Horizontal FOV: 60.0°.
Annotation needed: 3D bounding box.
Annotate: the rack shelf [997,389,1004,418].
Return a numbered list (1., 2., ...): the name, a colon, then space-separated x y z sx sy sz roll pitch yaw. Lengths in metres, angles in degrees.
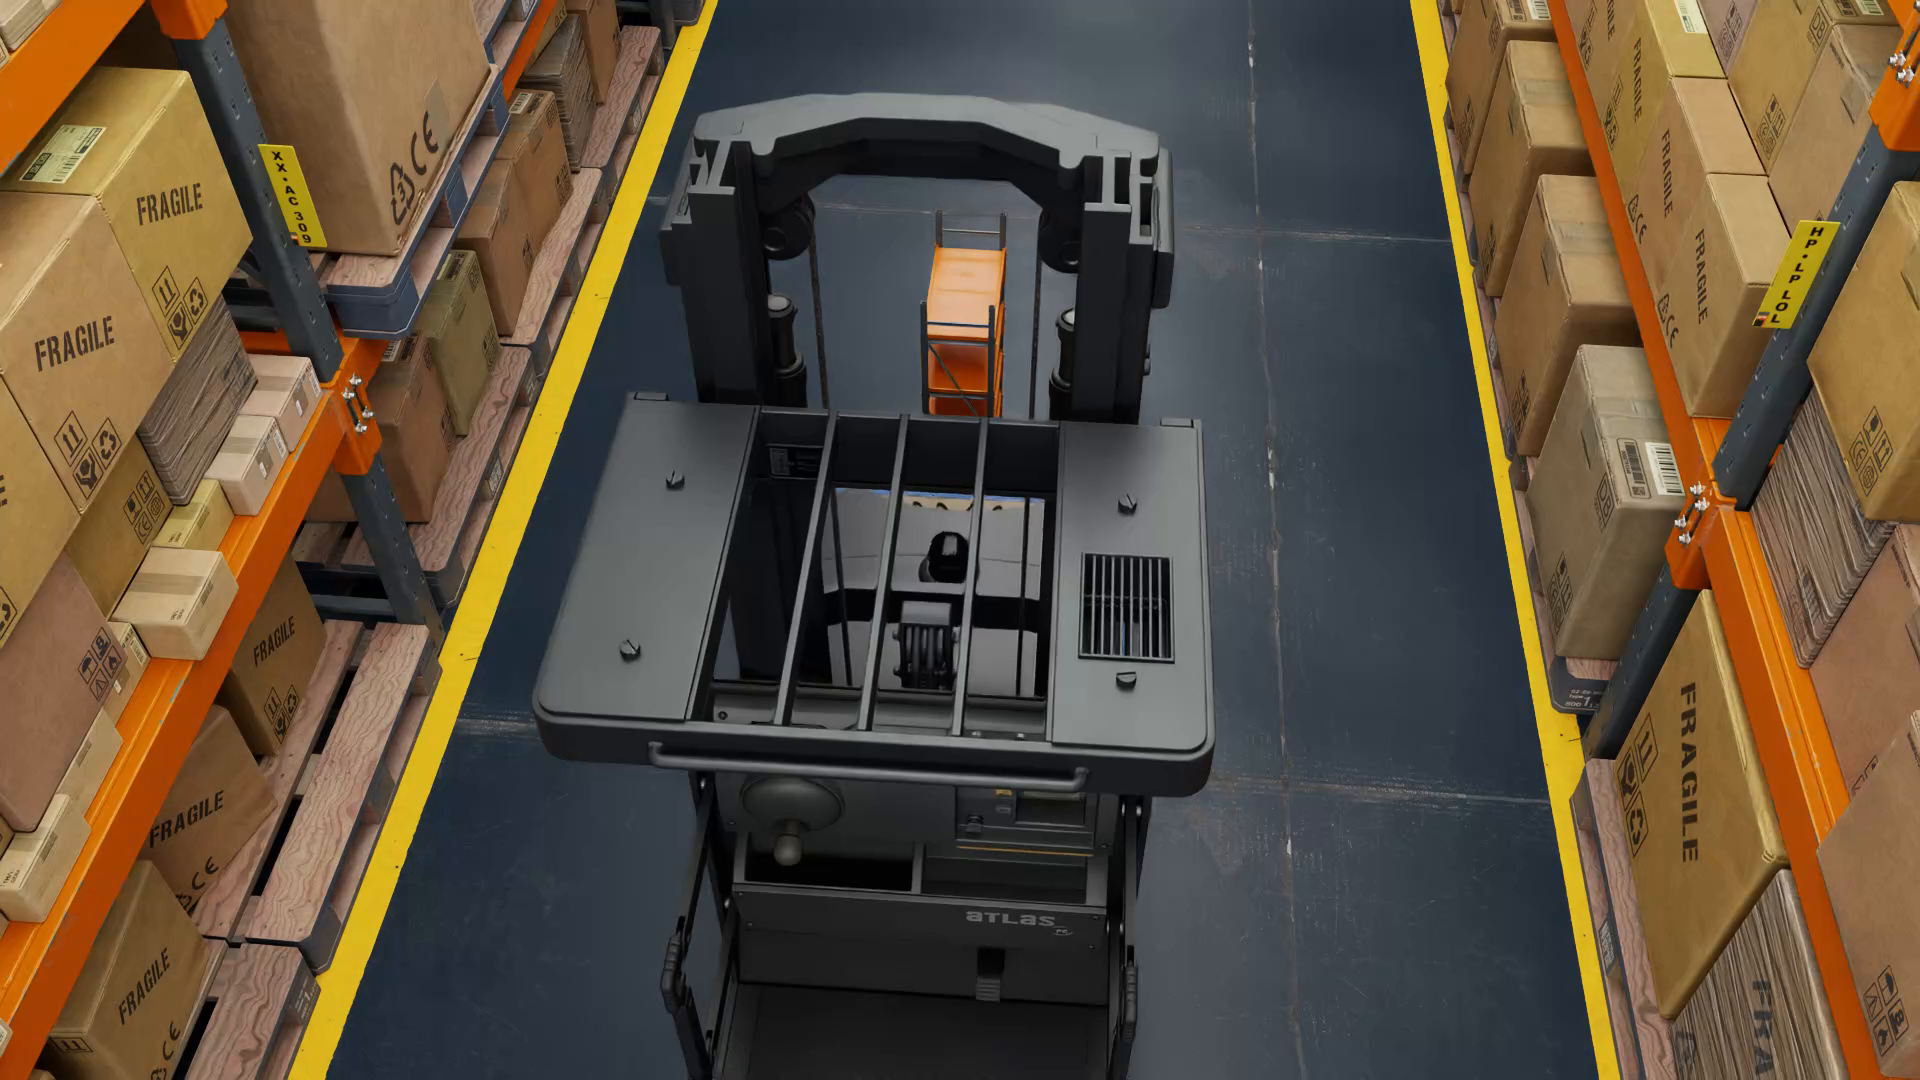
1. rack shelf: 0.015 -0.347 6.115 0.258 0.148 0.480 4 48 4

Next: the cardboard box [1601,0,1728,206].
1. cardboard box: 2.466 -1.432 5.459 0.500 0.500 0.500 4 48 4

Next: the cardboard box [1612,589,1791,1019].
1. cardboard box: 2.465 0.779 4.660 0.875 0.875 0.875 5 48 4

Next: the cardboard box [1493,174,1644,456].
1. cardboard box: 2.651 -0.807 6.195 1.050 0.750 0.750 4 48 4

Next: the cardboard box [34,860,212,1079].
1. cardboard box: -2.437 1.214 4.516 0.500 0.500 0.500 0 48 0

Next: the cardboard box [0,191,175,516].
1. cardboard box: -2.149 -0.417 3.651 0.500 0.500 0.500 4 48 4

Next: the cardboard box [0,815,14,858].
1. cardboard box: -2.553 0.635 3.367 0.875 0.500 0.500 4 48 4

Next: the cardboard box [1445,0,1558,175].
1. cardboard box: 2.812 -2.134 7.409 1.050 0.750 0.750 3 48 3

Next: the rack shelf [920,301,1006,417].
1. rack shelf: 0.015 -0.632 5.803 0.258 0.148 0.480 4 48 4

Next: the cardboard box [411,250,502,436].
1. cardboard box: -2.198 -0.765 6.313 0.700 0.500 0.500 4 48 3

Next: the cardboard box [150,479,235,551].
1. cardboard box: -2.179 -0.036 4.421 0.380 0.149 0.250 4 48 4

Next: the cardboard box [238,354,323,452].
1. cardboard box: -2.064 -0.399 4.752 0.380 0.149 0.250 4 48 4

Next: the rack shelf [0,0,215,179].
1. rack shelf: -2.520 0.038 2.637 1.077 0.370 4.000 4 48 4

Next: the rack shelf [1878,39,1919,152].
1. rack shelf: 2.410 0.446 2.264 1.077 0.370 4.000 4 48 4

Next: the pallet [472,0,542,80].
1. pallet: -2.113 -2.079 6.249 1.003 0.211 1.213 4 48 4

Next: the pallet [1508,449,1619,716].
1. pallet: 2.588 0.115 6.002 1.003 0.211 1.213 4 48 4

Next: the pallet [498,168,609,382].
1. pallet: -2.160 -1.192 7.197 1.003 0.211 1.213 4 48 4

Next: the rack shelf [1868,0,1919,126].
1. rack shelf: 2.775 -2.493 4.952 1.077 0.370 4.000 4 48 4

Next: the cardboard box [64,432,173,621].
1. cardboard box: -2.521 -0.104 4.043 0.875 0.500 0.500 4 48 4

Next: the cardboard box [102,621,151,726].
1. cardboard box: -2.245 0.330 4.086 0.380 0.149 0.250 4 48 4

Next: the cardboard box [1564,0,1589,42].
1. cardboard box: 2.557 -2.171 6.135 0.500 0.500 0.500 4 48 3

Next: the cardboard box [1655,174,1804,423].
1. cardboard box: 2.374 -0.689 4.780 0.500 0.500 0.500 4 48 3

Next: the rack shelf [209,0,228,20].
1. rack shelf: -2.155 -2.901 5.325 1.077 0.370 4.000 4 48 4

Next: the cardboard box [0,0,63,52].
1. cardboard box: -2.119 -1.271 3.448 0.500 0.250 0.500 5 48 5

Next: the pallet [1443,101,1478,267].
1. pallet: 2.810 -1.678 7.641 1.003 0.211 1.213 4 48 4

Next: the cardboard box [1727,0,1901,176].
1. cardboard box: 2.677 -1.368 4.723 0.700 0.500 0.500 3 48 3

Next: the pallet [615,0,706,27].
1. pallet: -1.826 -3.234 9.065 1.003 0.211 1.213 4 48 4

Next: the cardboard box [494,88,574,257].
1. cardboard box: -2.097 -1.587 7.064 0.700 0.500 0.500 7 48 7

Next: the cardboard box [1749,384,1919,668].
1. cardboard box: 2.571 -0.032 4.145 0.875 0.550 0.550 4 48 4

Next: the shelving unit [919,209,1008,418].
1. shelving unit: 0.015 -0.527 5.919 0.258 1.200 0.503 4 48 4

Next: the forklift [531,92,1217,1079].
1. forklift: -0.112 0.665 3.655 1.130 2.935 3.031 3 48 3

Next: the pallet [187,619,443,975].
1. pallet: -2.364 0.775 5.398 1.003 0.211 1.213 4 48 4

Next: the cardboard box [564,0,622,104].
1. cardboard box: -2.014 -2.412 7.819 0.700 0.500 0.500 2 48 1

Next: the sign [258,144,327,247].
1. sign: -1.797 -0.923 4.475 0.100 0.325 0.005 4 48 4

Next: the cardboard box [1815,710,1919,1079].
1. cardboard box: 2.377 0.762 3.419 0.875 0.550 0.550 4 48 4

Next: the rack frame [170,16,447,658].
1. rack frame: -2.338 -0.662 4.822 1.000 3.000 0.127 4 48 4

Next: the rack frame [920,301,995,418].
1. rack frame: -0.007 -0.347 5.755 0.240 1.200 0.015 4 48 4

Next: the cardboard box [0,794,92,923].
1. cardboard box: -2.216 0.702 3.745 0.380 0.149 0.250 4 48 4

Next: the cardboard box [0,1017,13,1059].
1. cardboard box: -2.205 1.073 3.406 0.380 0.149 0.250 4 48 4

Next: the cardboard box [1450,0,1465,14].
1. cardboard box: 2.757 -2.992 8.364 0.500 0.500 0.500 4 48 3

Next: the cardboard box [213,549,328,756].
1. cardboard box: -2.414 0.332 5.323 0.500 0.500 0.500 3 48 2

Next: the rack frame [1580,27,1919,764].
1. rack frame: 2.593 -0.254 4.449 1.000 3.000 0.127 4 48 4
